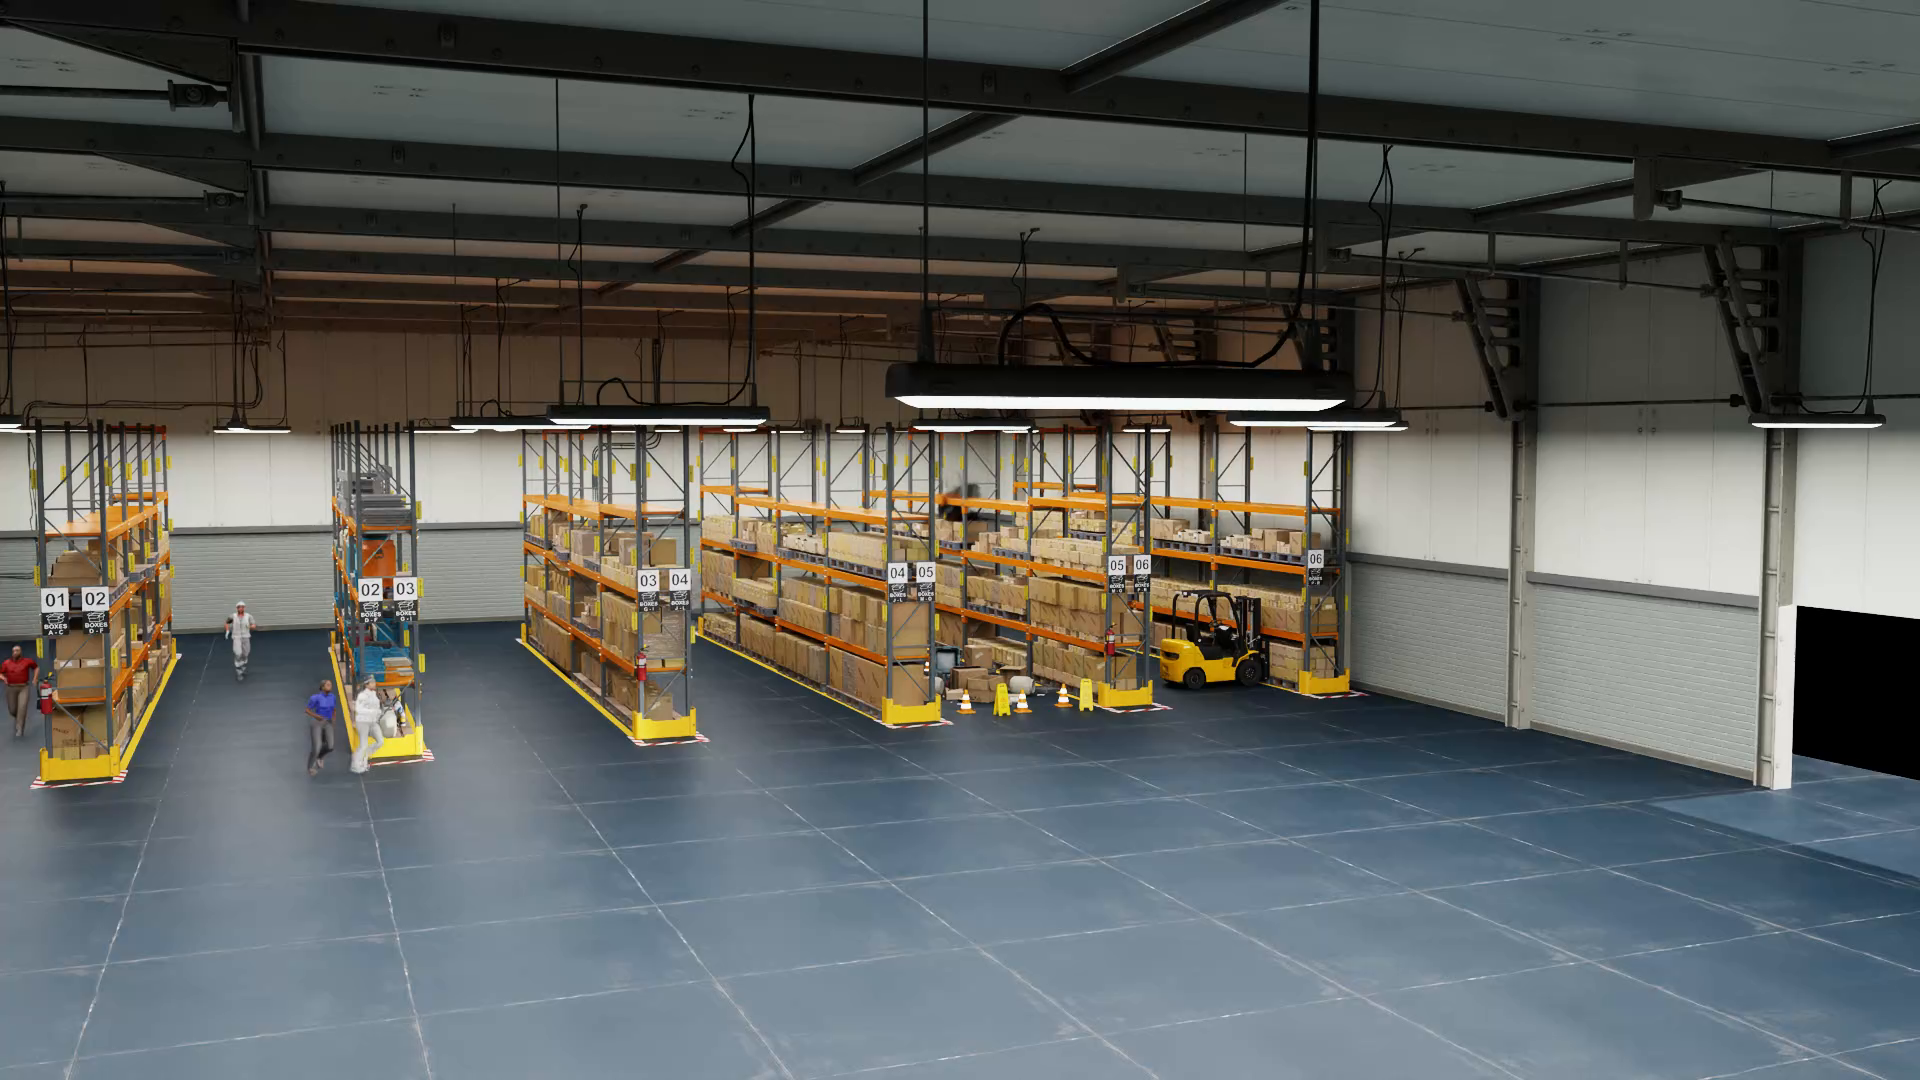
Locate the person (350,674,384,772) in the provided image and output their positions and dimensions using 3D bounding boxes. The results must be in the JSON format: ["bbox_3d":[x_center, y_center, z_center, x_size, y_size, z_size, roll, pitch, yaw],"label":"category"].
[{"bbox_3d":[-10.052,3.118,28.363,0.613,1.663,0.623,1,4,17],"label":"person"}]

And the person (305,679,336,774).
[{"bbox_3d":[-10.844,3.173,28.358,0.529,1.574,0.580,3,5,42],"label":"person"}]

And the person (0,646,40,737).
[{"bbox_3d":[-18.055,2.878,31.905,0.678,1.686,0.992,-2,4,-23],"label":"person"}]

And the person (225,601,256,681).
[{"bbox_3d":[-16.959,2.366,39.216,0.652,1.838,0.836,-2,4,-33],"label":"person"}]

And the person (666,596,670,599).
[{"bbox_3d":[-8.324,1.933,48.217,0.559,1.591,0.739,2,4,29],"label":"person"}]
